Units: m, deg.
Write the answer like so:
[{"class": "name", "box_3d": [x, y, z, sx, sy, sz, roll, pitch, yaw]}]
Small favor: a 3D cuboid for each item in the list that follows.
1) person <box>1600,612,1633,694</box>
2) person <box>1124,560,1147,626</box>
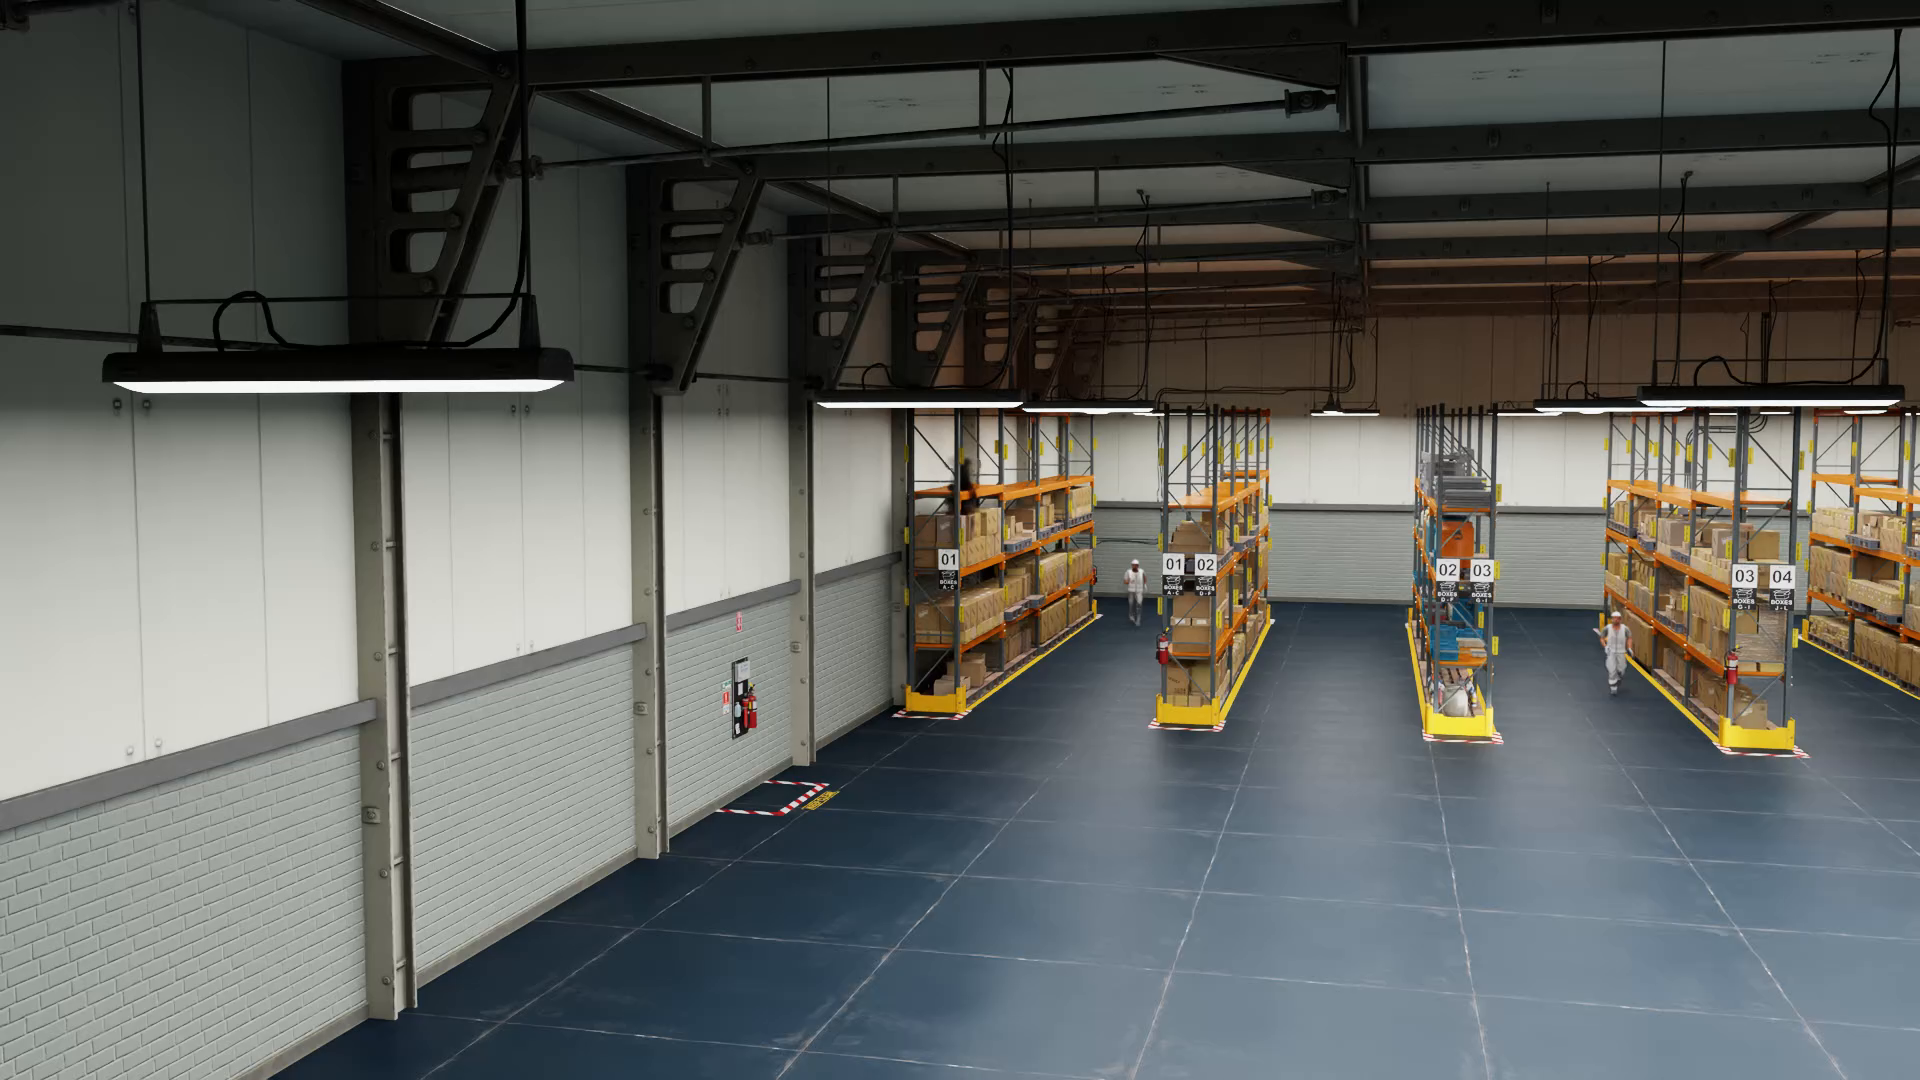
[{"class": "person", "box_3d": [13.649, 2.344, 34.598, 0.647, 1.727, 0.625, 1, 4, 15]}, {"class": "person", "box_3d": [4.875, 1.463, 46.250, 0.664, 1.843, 0.873, 0, 4, 2]}]
